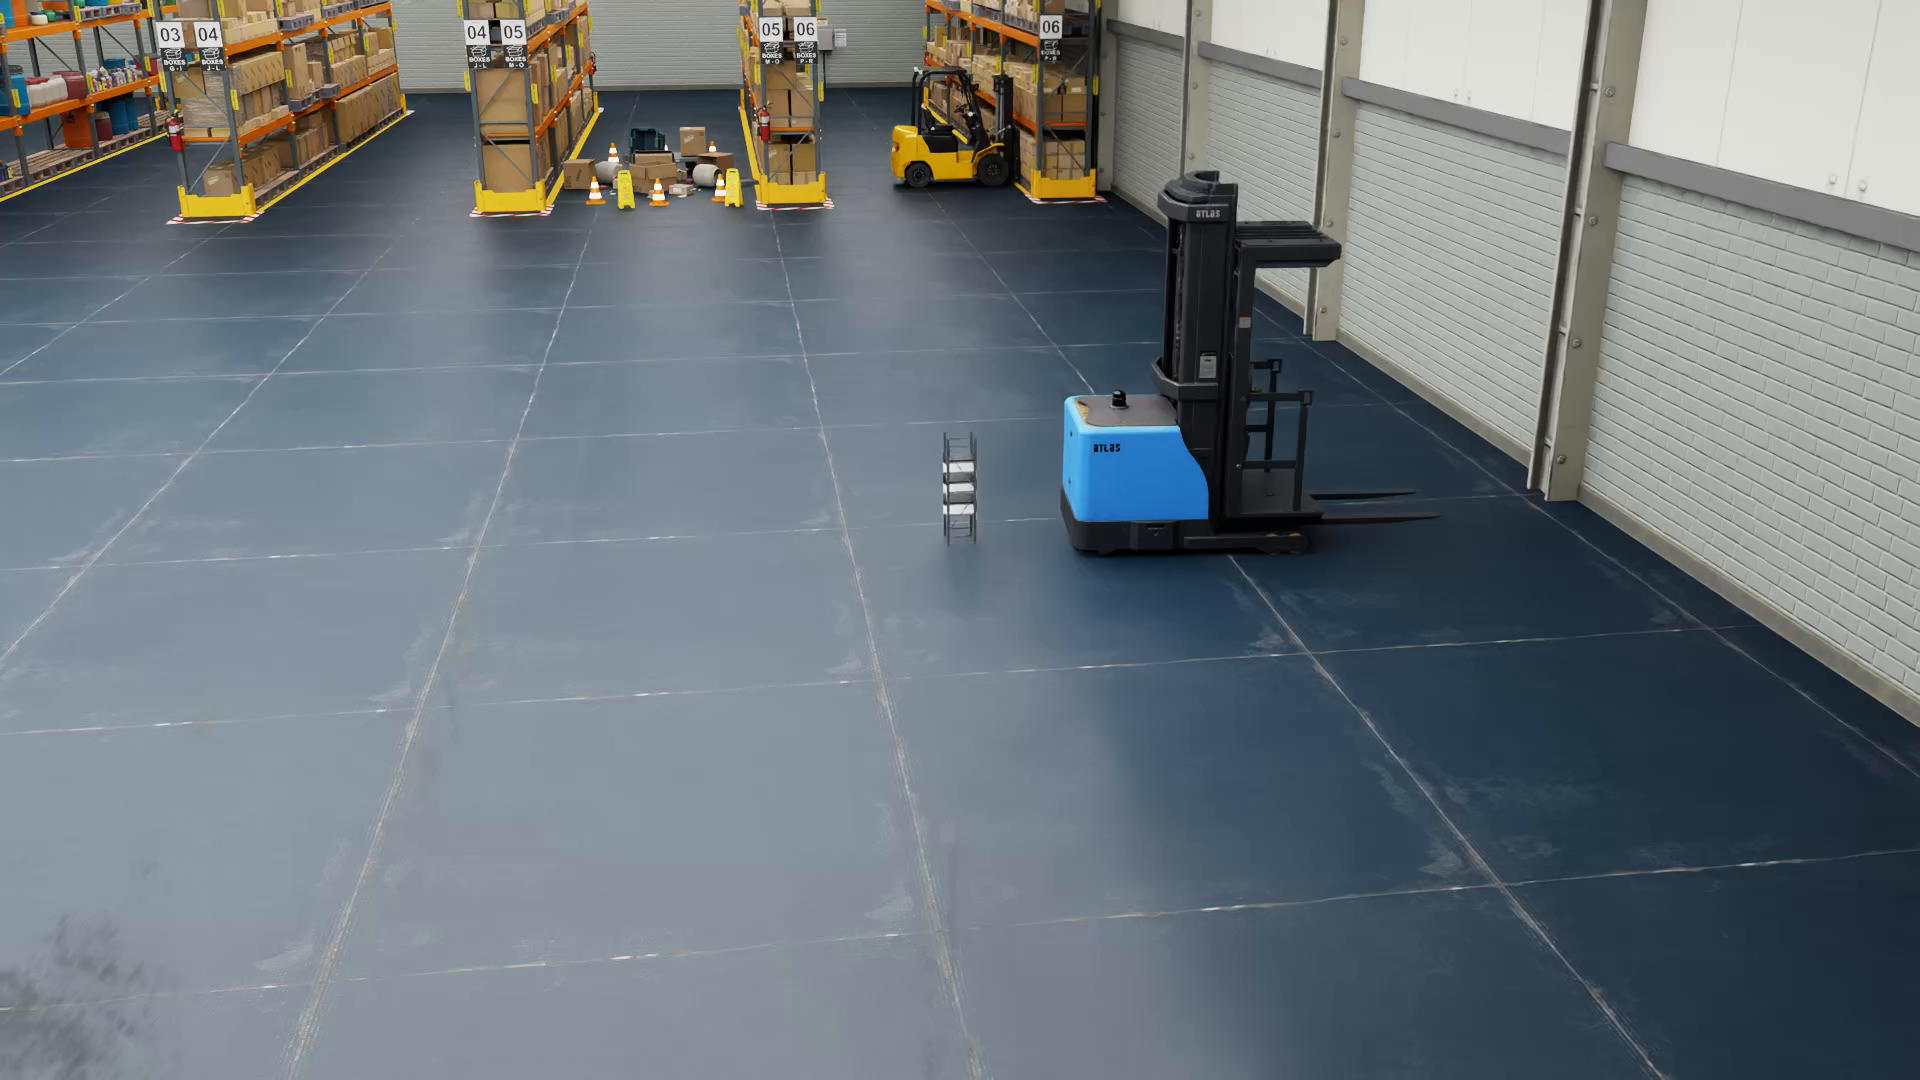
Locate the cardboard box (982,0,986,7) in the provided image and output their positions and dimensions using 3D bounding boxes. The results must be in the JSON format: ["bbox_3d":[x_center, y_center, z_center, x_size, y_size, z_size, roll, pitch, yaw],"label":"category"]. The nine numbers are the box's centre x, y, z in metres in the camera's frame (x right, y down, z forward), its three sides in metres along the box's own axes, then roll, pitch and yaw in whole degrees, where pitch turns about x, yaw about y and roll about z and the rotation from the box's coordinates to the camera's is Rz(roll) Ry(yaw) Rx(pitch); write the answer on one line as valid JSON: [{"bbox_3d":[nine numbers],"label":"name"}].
[{"bbox_3d":[0.759,-11.617,35.360,0.500,0.500,0.500,-2,21,-6],"label":"cardboard box"}]

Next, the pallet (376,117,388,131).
[{"bbox_3d":[-14.578,-10.132,40.541,1.003,0.211,1.213,-3,21,-8],"label":"pallet"}]

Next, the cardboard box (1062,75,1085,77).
[{"bbox_3d":[2.088,-8.480,30.637,0.380,0.149,0.250,-2,21,-6],"label":"cardboard box"}]

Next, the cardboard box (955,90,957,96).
[{"bbox_3d":[0.077,-11.022,40.985,0.380,0.149,0.250,-3,21,-9],"label":"cardboard box"}]

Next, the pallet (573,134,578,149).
[{"bbox_3d":[-9.158,-8.965,37.418,1.003,0.211,1.213,-3,21,-8],"label":"pallet"}]

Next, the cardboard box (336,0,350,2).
[{"bbox_3d":[-14.452,-12.619,38.185,0.700,0.500,0.500,-2,21,-6],"label":"cardboard box"}]

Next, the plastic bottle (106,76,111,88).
[{"bbox_3d":[-18.769,-10.083,36.610,0.097,0.271,0.097,0,20,0],"label":"plastic bottle"}]

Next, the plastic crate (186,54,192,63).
[{"bbox_3d":[-19.790,-12.244,42.075,0.616,0.435,0.499,-3,21,-8],"label":"plastic crate"}]

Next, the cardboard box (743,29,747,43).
[{"bbox_3d":[-4.960,-12.019,40.037,0.500,0.500,0.500,-3,21,-7],"label":"cardboard box"}]

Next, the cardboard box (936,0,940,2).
[{"bbox_3d":[-0.423,-13.851,42.585,0.380,0.149,0.250,-2,21,-7],"label":"cardboard box"}]

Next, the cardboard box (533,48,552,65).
[{"bbox_3d":[-8.767,-9.831,34.178,0.700,0.500,0.500,-3,21,-8],"label":"cardboard box"}]

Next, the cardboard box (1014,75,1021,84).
[{"bbox_3d":[1.267,-8.935,32.281,0.380,0.149,0.250,-4,21,-9],"label":"cardboard box"}]

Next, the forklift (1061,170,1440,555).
[{"bbox_3d":[2.398,-1.441,13.384,3.031,2.935,1.130,-1,21,-4],"label":"forklift"}]

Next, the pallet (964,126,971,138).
[{"bbox_3d":[0.678,-9.491,38.827,1.003,0.211,1.213,-3,21,-8],"label":"pallet"}]

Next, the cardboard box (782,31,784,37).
[{"bbox_3d":[-3.381,-9.182,30.085,0.380,0.149,0.250,-3,21,-7],"label":"cardboard box"}]

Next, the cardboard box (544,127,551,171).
[{"bbox_3d":[-8.448,-7.596,32.203,0.875,0.875,0.875,-3,21,-7],"label":"cardboard box"}]

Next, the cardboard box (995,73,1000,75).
[{"bbox_3d":[1.002,-9.473,34.293,0.500,0.250,0.500,-3,21,-9],"label":"cardboard box"}]

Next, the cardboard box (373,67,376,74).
[{"bbox_3d":[-14.336,-11.354,40.188,0.380,0.149,0.250,-2,21,-6],"label":"cardboard box"}]

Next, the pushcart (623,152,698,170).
[{"bbox_3d":[-5.835,-7.540,33.364,1.648,0.377,0.936,-11,23,-26],"label":"pushcart"}]

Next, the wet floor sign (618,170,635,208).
[{"bbox_3d":[-5.930,-6.218,29.442,0.267,0.644,0.232,-7,21,-17],"label":"wet floor sign"}]

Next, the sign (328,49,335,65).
[{"bbox_3d":[-13.433,-10.322,35.523,0.100,0.325,0.005,-3,21,-8],"label":"sign"}]

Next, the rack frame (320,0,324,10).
[{"bbox_3d":[-13.969,-12.596,34.580,1.000,3.000,0.127,-3,21,-8],"label":"rack frame"}]

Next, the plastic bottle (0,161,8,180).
[{"bbox_3d":[-17.916,-6.908,31.081,0.144,0.351,0.185,-3,21,-9],"label":"plastic bottle"}]

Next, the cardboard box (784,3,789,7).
[{"bbox_3d":[-3.047,-9.839,30.703,0.380,0.149,0.250,-2,21,-7],"label":"cardboard box"}]

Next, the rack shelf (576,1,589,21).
[{"bbox_3d":[-9.911,-13.146,41.369,1.077,0.370,4.000,-3,21,-8],"label":"rack shelf"}]

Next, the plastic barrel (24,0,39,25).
[{"bbox_3d":[-18.967,-10.881,33.557,0.600,0.901,0.600,0,20,0],"label":"plastic barrel"}]

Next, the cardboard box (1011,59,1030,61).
[{"bbox_3d":[1.305,-10.350,36.070,0.380,0.149,0.250,-3,21,-9],"label":"cardboard box"}]

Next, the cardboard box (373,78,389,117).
[{"bbox_3d":[-14.691,-10.916,41.093,0.875,0.875,0.875,-3,21,-8],"label":"cardboard box"}]

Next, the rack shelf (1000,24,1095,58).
[{"bbox_3d":[1.614,-9.528,31.680,1.077,0.370,4.000,-3,21,-8],"label":"rack shelf"}]

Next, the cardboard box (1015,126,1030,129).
[{"bbox_3d":[1.231,-7.997,32.740,0.500,0.250,0.500,-2,21,-6],"label":"cardboard box"}]

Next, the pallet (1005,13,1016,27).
[{"bbox_3d":[1.474,-10.222,32.637,1.003,0.211,1.213,-3,21,-8],"label":"pallet"}]

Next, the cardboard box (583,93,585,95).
[{"bbox_3d":[-9.668,-11.198,42.034,0.380,0.149,0.250,-3,21,-7],"label":"cardboard box"}]

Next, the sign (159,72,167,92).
[{"bbox_3d":[-13.368,-7.685,27.899,0.100,0.325,0.005,-3,21,-8],"label":"sign"}]

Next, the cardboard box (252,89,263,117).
[{"bbox_3d":[-13.149,-7.910,30.039,0.875,0.500,0.500,-3,21,-8],"label":"cardboard box"}]

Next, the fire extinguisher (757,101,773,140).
[{"bbox_3d":[-3.449,-7.417,29.397,0.296,0.674,0.183,-3,21,-8],"label":"fire extinguisher"}]

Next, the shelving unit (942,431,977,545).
[{"bbox_3d":[-0.001,-0.424,13.566,0.258,0.900,0.210,-3,21,-8],"label":"shelving unit"}]

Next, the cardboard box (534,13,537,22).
[{"bbox_3d":[-7.845,-9.422,29.985,0.380,0.149,0.250,-3,21,-7],"label":"cardboard box"}]

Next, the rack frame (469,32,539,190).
[{"bbox_3d":[-7.893,-7.231,28.790,1.000,3.000,0.127,-3,21,-8],"label":"rack frame"}]

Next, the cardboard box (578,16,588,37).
[{"bbox_3d":[-9.887,-13.279,42.987,0.500,0.500,0.500,-3,21,-9],"label":"cardboard box"}]

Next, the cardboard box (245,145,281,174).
[{"bbox_3d":[-13.374,-7.286,31.909,0.500,0.500,0.500,-4,21,-9],"label":"cardboard box"}]

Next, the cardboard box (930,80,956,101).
[{"bbox_3d":[-0.410,-12.118,44.841,0.797,0.503,0.637,-4,21,-10],"label":"cardboard box"}]

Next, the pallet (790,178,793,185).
[{"bbox_3d":[-3.102,-6.519,30.868,1.003,0.211,1.213,-3,21,-8],"label":"pallet"}]

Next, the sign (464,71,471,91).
[{"bbox_3d":[-8.432,-7.862,28.485,0.100,0.325,0.005,-3,21,-8],"label":"sign"}]

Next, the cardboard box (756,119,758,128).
[{"bbox_3d":[-3.809,-8.200,32.715,0.380,0.149,0.250,-3,21,-7],"label":"cardboard box"}]

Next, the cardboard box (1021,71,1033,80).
[{"bbox_3d":[1.359,-8.808,31.516,0.380,0.149,0.250,-3,21,-7],"label":"cardboard box"}]

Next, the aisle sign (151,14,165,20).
[{"bbox_3d":[-20.328,-13.534,41.948,0.394,0.787,0.004,-3,21,-8],"label":"aisle sign"}]

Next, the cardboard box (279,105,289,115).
[{"bbox_3d":[-13.071,-8.223,31.806,0.380,0.149,0.250,-3,21,-8],"label":"cardboard box"}]

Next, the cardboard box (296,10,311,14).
[{"bbox_3d":[-13.503,-10.623,33.799,0.500,0.250,0.500,-2,21,-6],"label":"cardboard box"}]
